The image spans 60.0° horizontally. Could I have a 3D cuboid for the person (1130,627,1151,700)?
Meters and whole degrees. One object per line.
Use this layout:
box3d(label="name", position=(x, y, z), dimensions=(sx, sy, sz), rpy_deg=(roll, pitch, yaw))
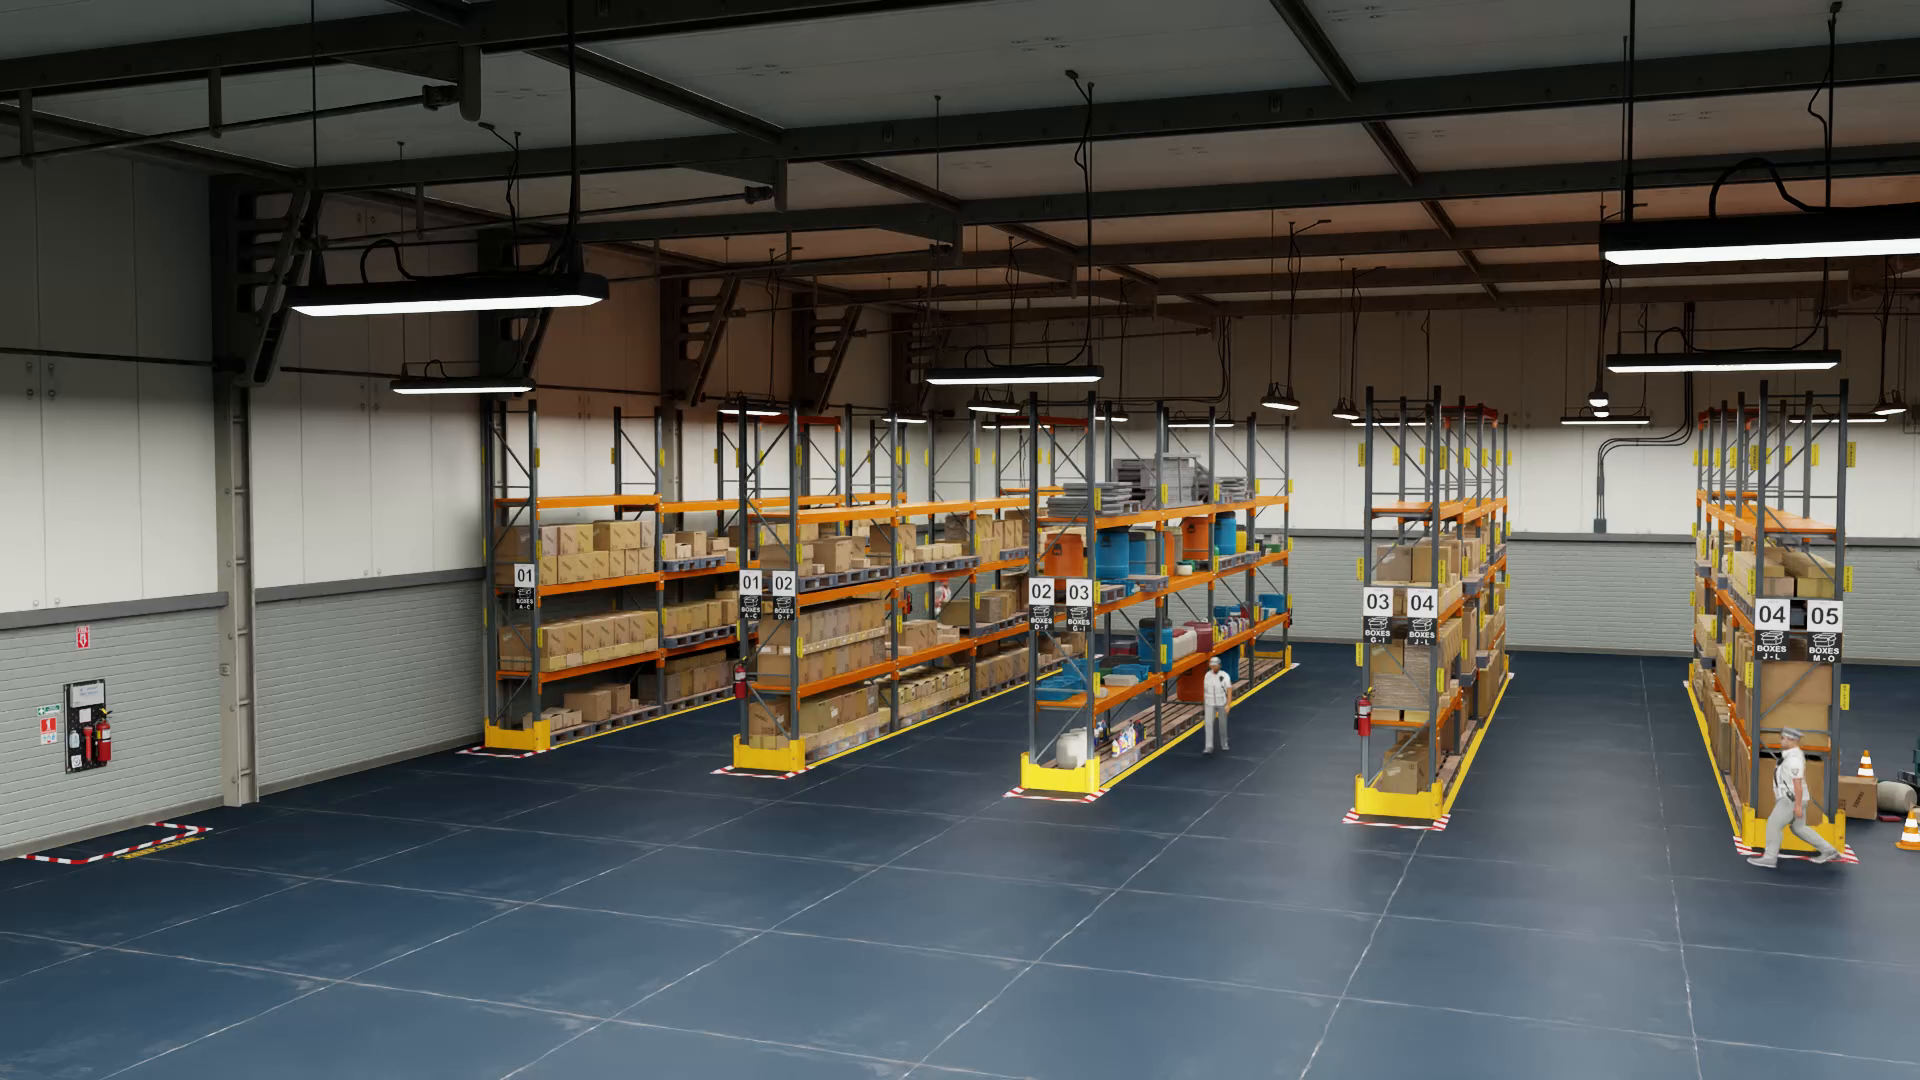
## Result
box3d(label="person", position=(3.772, 2.509, 34.468), dimensions=(0.392, 1.534, 0.972), rpy_deg=(1, 3, 22))

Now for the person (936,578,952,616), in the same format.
box3d(label="person", position=(-0.447, 1.876, 44.923), dimensions=(0.471, 1.789, 0.582), rpy_deg=(1, 3, 26))

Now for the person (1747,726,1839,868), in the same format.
box3d(label="person", position=(10.141, 3.129, 20.204), dimensions=(1.019, 1.727, 0.539), rpy_deg=(1, 3, 22))

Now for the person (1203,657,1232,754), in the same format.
box3d(label="person", position=(4.334, 2.787, 28.090), dimensions=(0.504, 1.611, 0.972), rpy_deg=(1, 3, 18))
